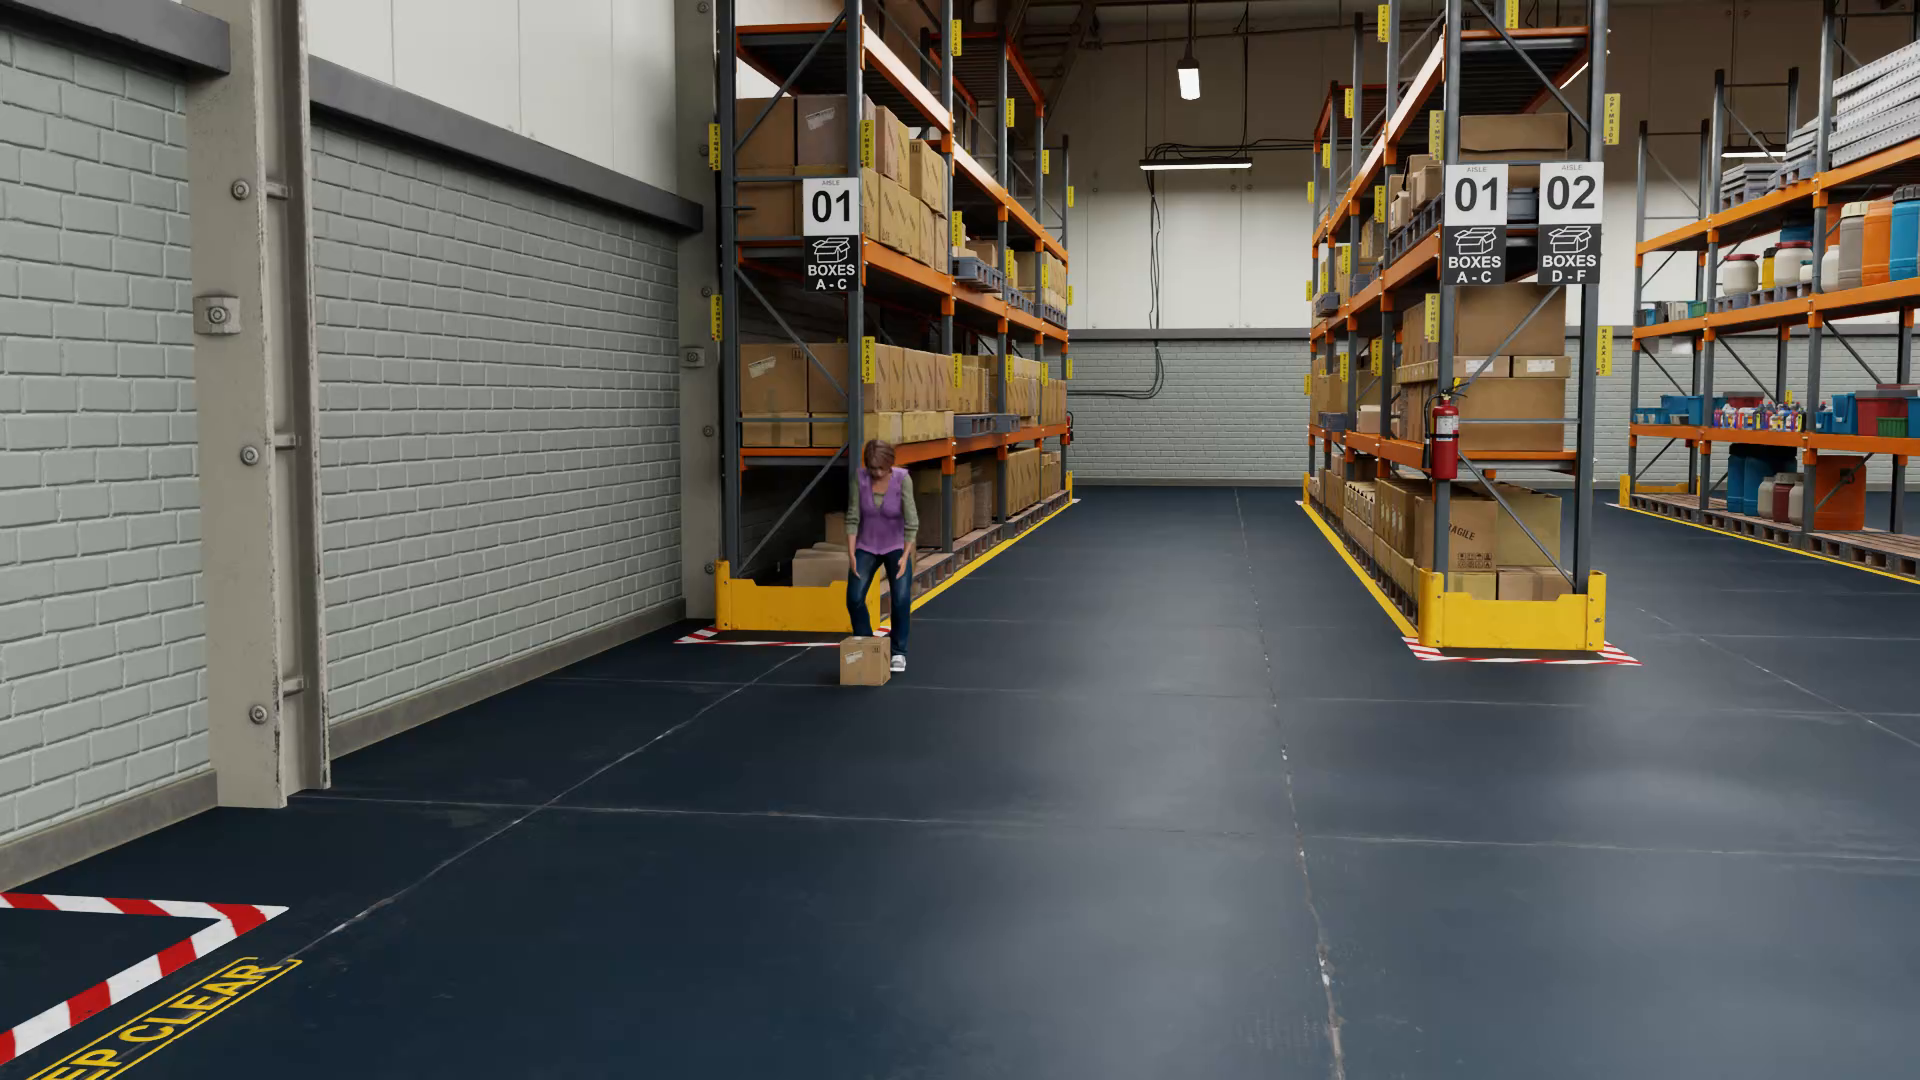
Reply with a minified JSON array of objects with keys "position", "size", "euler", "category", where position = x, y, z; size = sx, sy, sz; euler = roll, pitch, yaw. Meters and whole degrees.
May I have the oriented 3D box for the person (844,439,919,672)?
[{"position":[-0.462,0.102,10.110],"size":[0.456,1.408,0.560],"euler":[1,5,9],"category":"person"}]
